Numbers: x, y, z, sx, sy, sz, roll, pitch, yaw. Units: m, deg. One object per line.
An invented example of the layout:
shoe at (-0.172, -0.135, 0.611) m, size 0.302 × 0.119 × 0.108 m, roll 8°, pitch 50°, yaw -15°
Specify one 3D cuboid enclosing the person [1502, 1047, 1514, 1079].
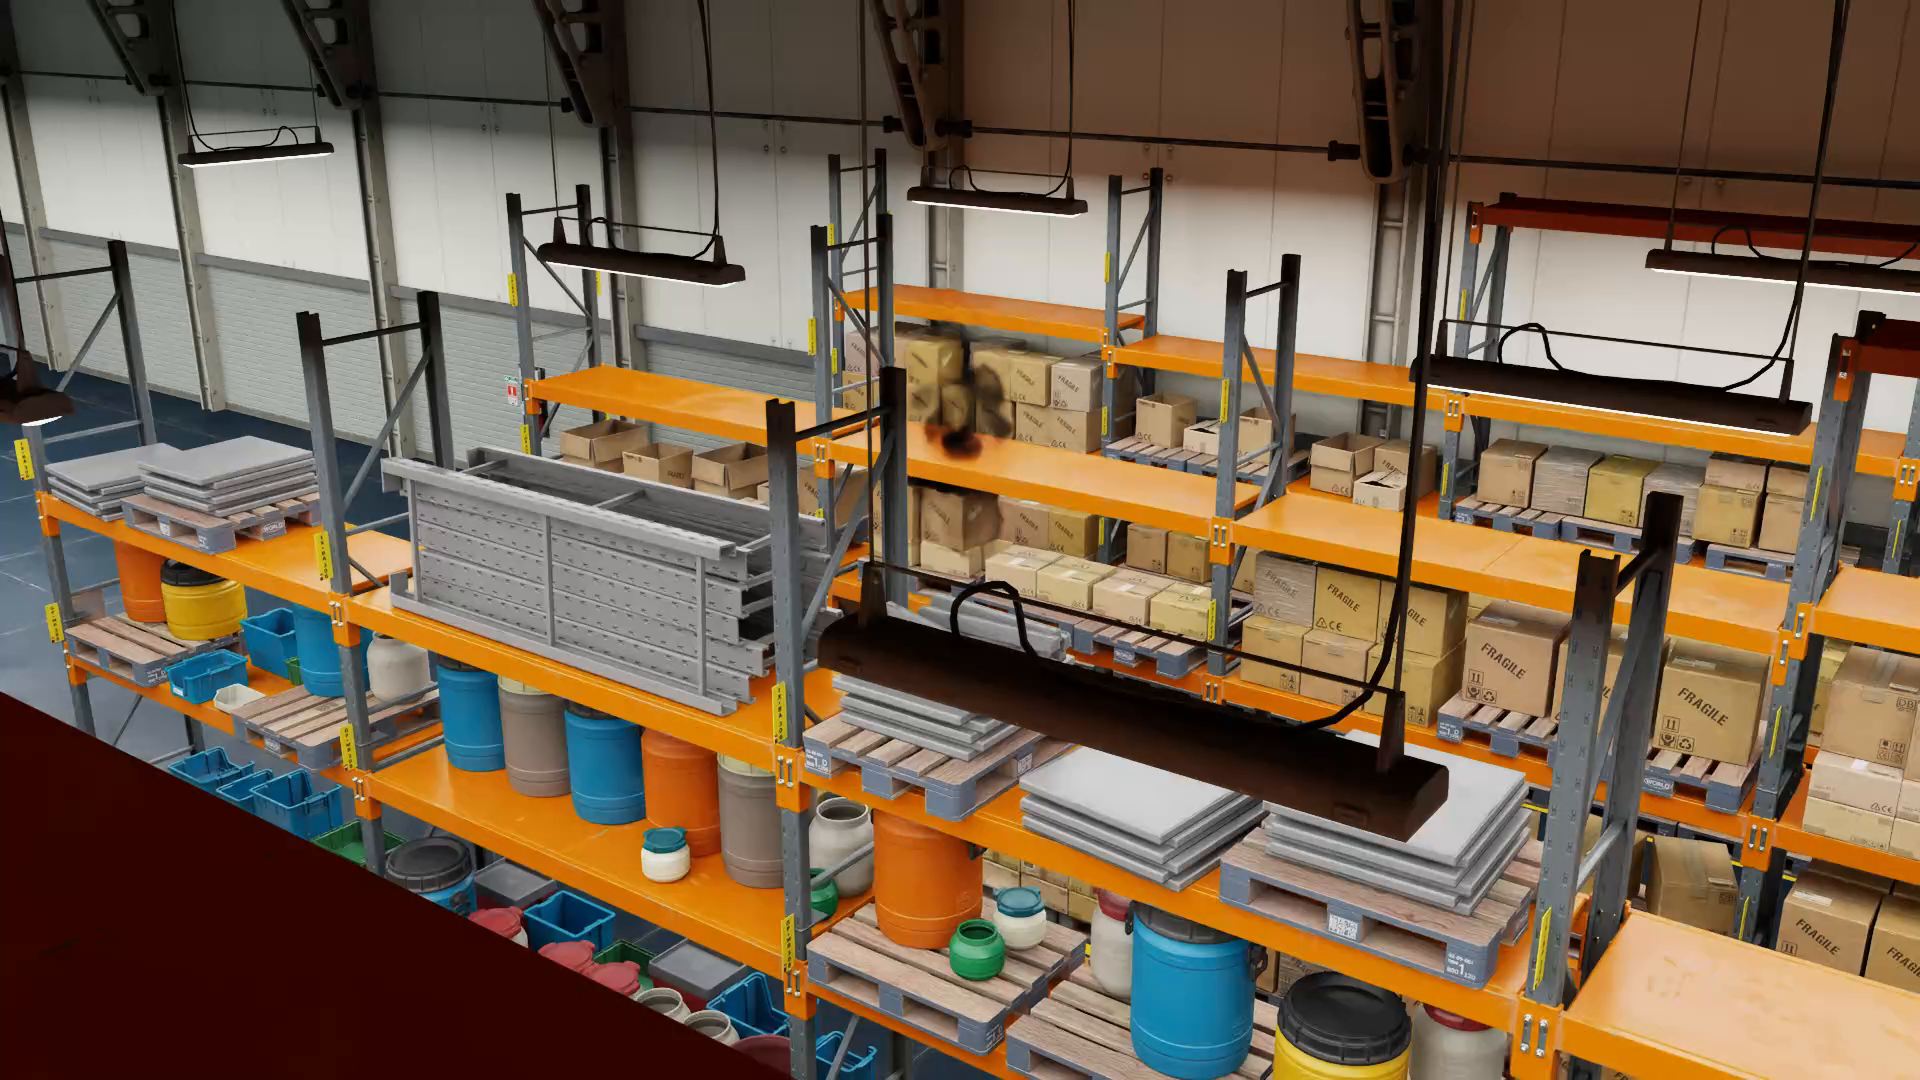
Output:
person at (3.553, 3.974, 10.780) m, size 0.632 × 1.558 × 0.545 m, roll 8°, pitch 20°, yaw 24°
